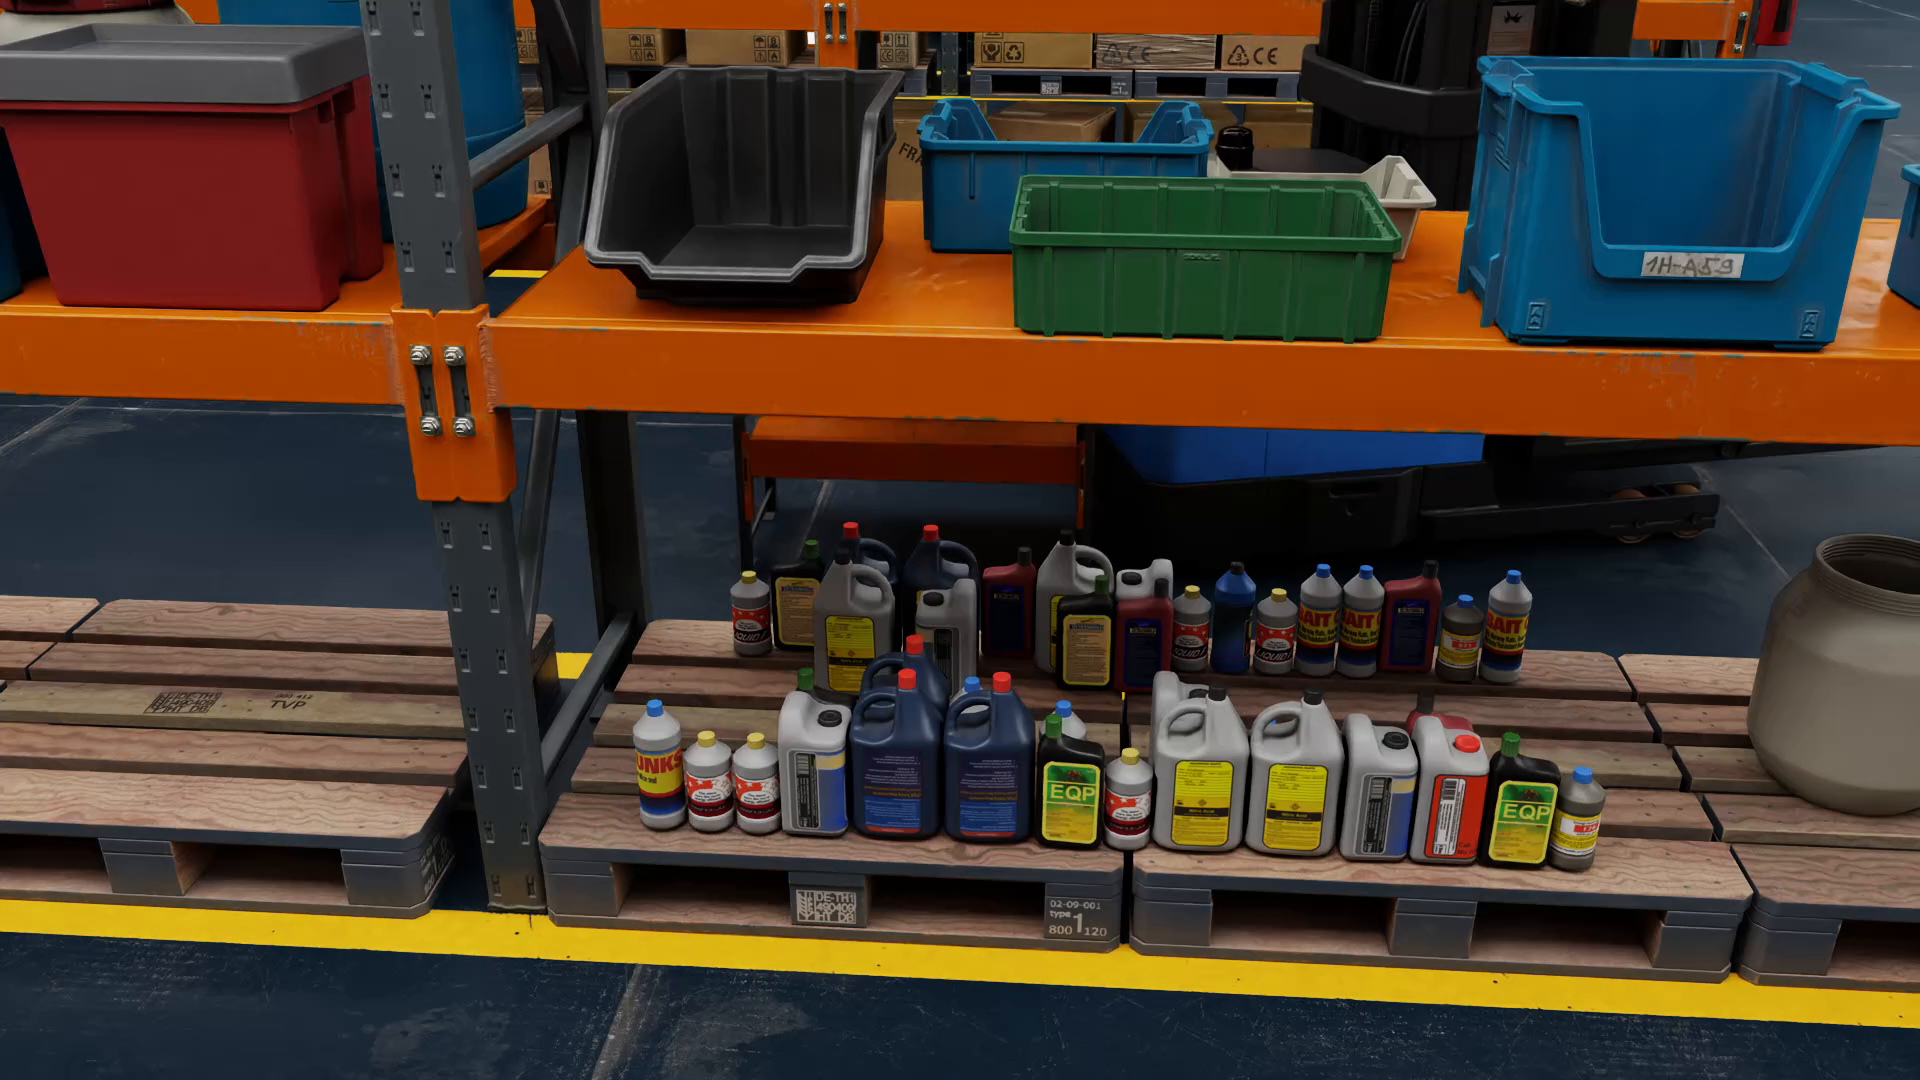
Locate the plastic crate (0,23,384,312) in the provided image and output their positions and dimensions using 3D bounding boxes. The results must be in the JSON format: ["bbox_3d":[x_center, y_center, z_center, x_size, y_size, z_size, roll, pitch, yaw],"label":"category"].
[{"bbox_3d":[-1.408,-0.697,3.099,0.583,0.464,0.402,2,25,4],"label":"plastic crate"}]

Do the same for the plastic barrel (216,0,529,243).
[{"bbox_3d":[-1.263,-1.146,3.552,0.708,0.901,0.600,2,25,4],"label":"plastic barrel"}]

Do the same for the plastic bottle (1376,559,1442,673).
[{"bbox_3d":[1.079,0.180,3.994,0.133,0.283,0.061,2,25,5],"label":"plastic bottle"}]

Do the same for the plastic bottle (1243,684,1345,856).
[{"bbox_3d":[0.669,0.448,3.330,0.185,0.351,0.144,3,25,6],"label":"plastic bottle"}]

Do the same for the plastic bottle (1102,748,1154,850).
[{"bbox_3d":[0.340,0.515,3.363,0.097,0.201,0.097,0,25,0],"label":"plastic bottle"}]

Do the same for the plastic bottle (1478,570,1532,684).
[{"bbox_3d":[1.303,0.200,3.964,0.097,0.271,0.097,0,25,0],"label":"plastic bottle"}]

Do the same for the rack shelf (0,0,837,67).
[{"bbox_3d":[-2.516,-2.581,8.132,4.000,0.370,1.077,2,25,4],"label":"rack shelf"}]

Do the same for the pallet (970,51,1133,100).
[{"bbox_3d":[0.710,-3.584,12.787,1.213,0.211,1.003,2,25,4],"label":"pallet"}]

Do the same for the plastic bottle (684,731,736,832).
[{"bbox_3d":[-0.516,0.488,3.423,0.097,0.201,0.097,0,25,0],"label":"plastic bottle"}]

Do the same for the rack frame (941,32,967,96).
[{"bbox_3d":[-0.042,-4.908,12.328,0.127,3.000,1.000,2,25,4],"label":"rack frame"}]

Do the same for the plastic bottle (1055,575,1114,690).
[{"bbox_3d":[0.294,0.215,3.918,0.133,0.283,0.061,2,25,4],"label":"plastic bottle"}]

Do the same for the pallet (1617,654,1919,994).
[{"bbox_3d":[2.198,0.604,3.685,1.213,0.211,1.003,2,25,4],"label":"pallet"}]

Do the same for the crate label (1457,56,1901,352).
[{"bbox_3d":[1.231,-0.614,2.953,0.616,0.435,0.502,2,25,4],"label":"crate label"}]

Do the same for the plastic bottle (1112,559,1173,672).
[{"bbox_3d":[0.438,0.182,3.999,0.135,0.276,0.152,2,25,5],"label":"plastic bottle"}]

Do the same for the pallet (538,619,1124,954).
[{"bbox_3d":[-0.235,0.526,3.854,1.213,0.211,1.003,2,25,4],"label":"pallet"}]

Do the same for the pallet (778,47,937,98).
[{"bbox_3d":[-0.817,-3.634,12.896,1.213,0.211,1.003,2,25,4],"label":"pallet"}]

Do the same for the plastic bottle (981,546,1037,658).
[{"bbox_3d":[0.120,0.149,4.061,0.133,0.283,0.061,3,25,8],"label":"plastic bottle"}]

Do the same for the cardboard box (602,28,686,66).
[{"bbox_3d":[-2.558,-4.121,12.807,0.750,0.750,1.050,2,25,5],"label":"cardboard box"}]

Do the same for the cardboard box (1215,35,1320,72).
[{"bbox_3d":[2.388,-4.027,12.453,0.875,0.875,0.875,1,25,3],"label":"cardboard box"}]

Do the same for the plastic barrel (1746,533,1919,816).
[{"bbox_3d":[1.925,0.283,3.521,0.421,0.512,0.421,0,25,0],"label":"plastic barrel"}]

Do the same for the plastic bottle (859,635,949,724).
[{"bbox_3d":[-0.117,0.363,3.516,0.185,0.351,0.144,2,25,4],"label":"plastic bottle"}]

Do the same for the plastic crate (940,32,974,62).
[{"bbox_3d":[0.232,-4.197,14.078,0.662,0.188,0.450,16,39,31],"label":"plastic crate"}]

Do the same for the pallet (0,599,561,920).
[{"bbox_3d":[-1.687,0.478,3.958,1.213,0.211,1.003,2,25,4],"label":"pallet"}]

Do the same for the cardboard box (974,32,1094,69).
[{"bbox_3d":[0.580,-4.084,12.577,0.875,0.875,0.875,2,25,5],"label":"cardboard box"}]

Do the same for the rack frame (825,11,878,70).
[{"bbox_3d":[-0.522,-2.844,7.842,0.127,3.000,1.000,2,25,4],"label":"rack frame"}]

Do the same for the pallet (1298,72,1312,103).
[{"bbox_3d":[3.143,-3.506,12.617,1.213,0.211,1.003,2,25,4],"label":"pallet"}]

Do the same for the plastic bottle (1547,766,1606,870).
[{"bbox_3d":[1.222,0.544,3.301,0.097,0.201,0.097,0,25,0],"label":"plastic bottle"}]

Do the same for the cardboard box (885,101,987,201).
[{"bbox_3d":[-0.126,-1.870,8.213,0.500,0.500,0.500,1,25,2],"label":"cardboard box"}]

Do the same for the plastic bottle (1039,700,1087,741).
[{"bbox_3d":[0.209,0.454,3.413,0.097,0.271,0.097,0,25,0],"label":"plastic bottle"}]

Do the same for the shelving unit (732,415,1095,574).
[{"bbox_3d":[-0.122,-0.499,4.988,1.048,1.125,0.538,1,25,3],"label":"shelving unit"}]

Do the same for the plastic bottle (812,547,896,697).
[{"bbox_3d":[-0.248,0.184,3.903,0.185,0.351,0.144,2,25,4],"label":"plastic bottle"}]

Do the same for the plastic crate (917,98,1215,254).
[{"bbox_3d":[0.223,-0.790,3.556,0.616,0.251,0.499,2,25,4],"label":"plastic crate"}]

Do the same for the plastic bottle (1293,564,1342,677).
[{"bbox_3d":[0.861,0.186,3.995,0.097,0.271,0.097,0,25,0],"label":"plastic bottle"}]

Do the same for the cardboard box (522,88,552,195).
[{"bbox_3d":[-2.165,-1.978,8.424,0.500,0.500,0.700,0,25,-1],"label":"cardboard box"}]

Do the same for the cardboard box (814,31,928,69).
[{"bbox_3d":[-0.668,-4.059,12.672,0.750,0.750,1.050,2,25,4],"label":"cardboard box"}]

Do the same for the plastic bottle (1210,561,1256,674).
[{"bbox_3d":[0.659,0.179,4.009,0.097,0.271,0.097,0,25,0],"label":"plastic bottle"}]

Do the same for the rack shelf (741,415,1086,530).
[{"bbox_3d":[-0.122,-0.277,5.090,1.000,0.278,0.538,1,25,3],"label":"rack shelf"}]

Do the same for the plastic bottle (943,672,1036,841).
[{"bbox_3d":[0.060,0.429,3.372,0.185,0.351,0.144,1,25,2],"label":"plastic bottle"}]

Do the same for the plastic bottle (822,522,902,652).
[{"bbox_3d":[-0.237,0.124,4.034,0.185,0.351,0.144,1,25,3],"label":"plastic bottle"}]

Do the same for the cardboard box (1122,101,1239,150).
[{"bbox_3d":[1.070,-1.867,8.208,0.500,0.500,0.500,0,25,-1],"label":"cardboard box"}]

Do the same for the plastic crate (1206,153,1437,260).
[{"bbox_3d":[0.737,-0.713,3.527,0.437,0.136,0.530,2,25,4],"label":"plastic crate"}]

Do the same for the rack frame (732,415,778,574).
[{"bbox_3d":[-0.630,-0.511,5.016,0.032,1.125,0.500,1,25,3],"label":"rack frame"}]

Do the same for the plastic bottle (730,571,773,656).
[{"bbox_3d":[-0.516,0.173,4.106,0.097,0.201,0.097,0,25,0],"label":"plastic bottle"}]

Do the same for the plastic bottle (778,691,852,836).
[{"bbox_3d":[-0.293,0.450,3.416,0.135,0.276,0.152,3,25,6],"label":"plastic bottle"}]

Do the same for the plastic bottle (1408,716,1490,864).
[{"bbox_3d":[0.973,0.490,3.328,0.135,0.276,0.152,2,25,4],"label":"plastic bottle"}]

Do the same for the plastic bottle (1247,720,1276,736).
[{"bbox_3d":[0.635,0.464,3.474,0.097,0.201,0.097,0,25,0],"label":"plastic bottle"}]

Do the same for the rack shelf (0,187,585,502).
[{"bbox_3d":[-2.896,-0.517,3.645,4.000,0.370,1.077,2,25,4],"label":"rack shelf"}]

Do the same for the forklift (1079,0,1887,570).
[{"bbox_3d":[1.922,-1.533,5.074,3.031,2.935,1.130,-5,25,-10],"label":"forklift"}]
